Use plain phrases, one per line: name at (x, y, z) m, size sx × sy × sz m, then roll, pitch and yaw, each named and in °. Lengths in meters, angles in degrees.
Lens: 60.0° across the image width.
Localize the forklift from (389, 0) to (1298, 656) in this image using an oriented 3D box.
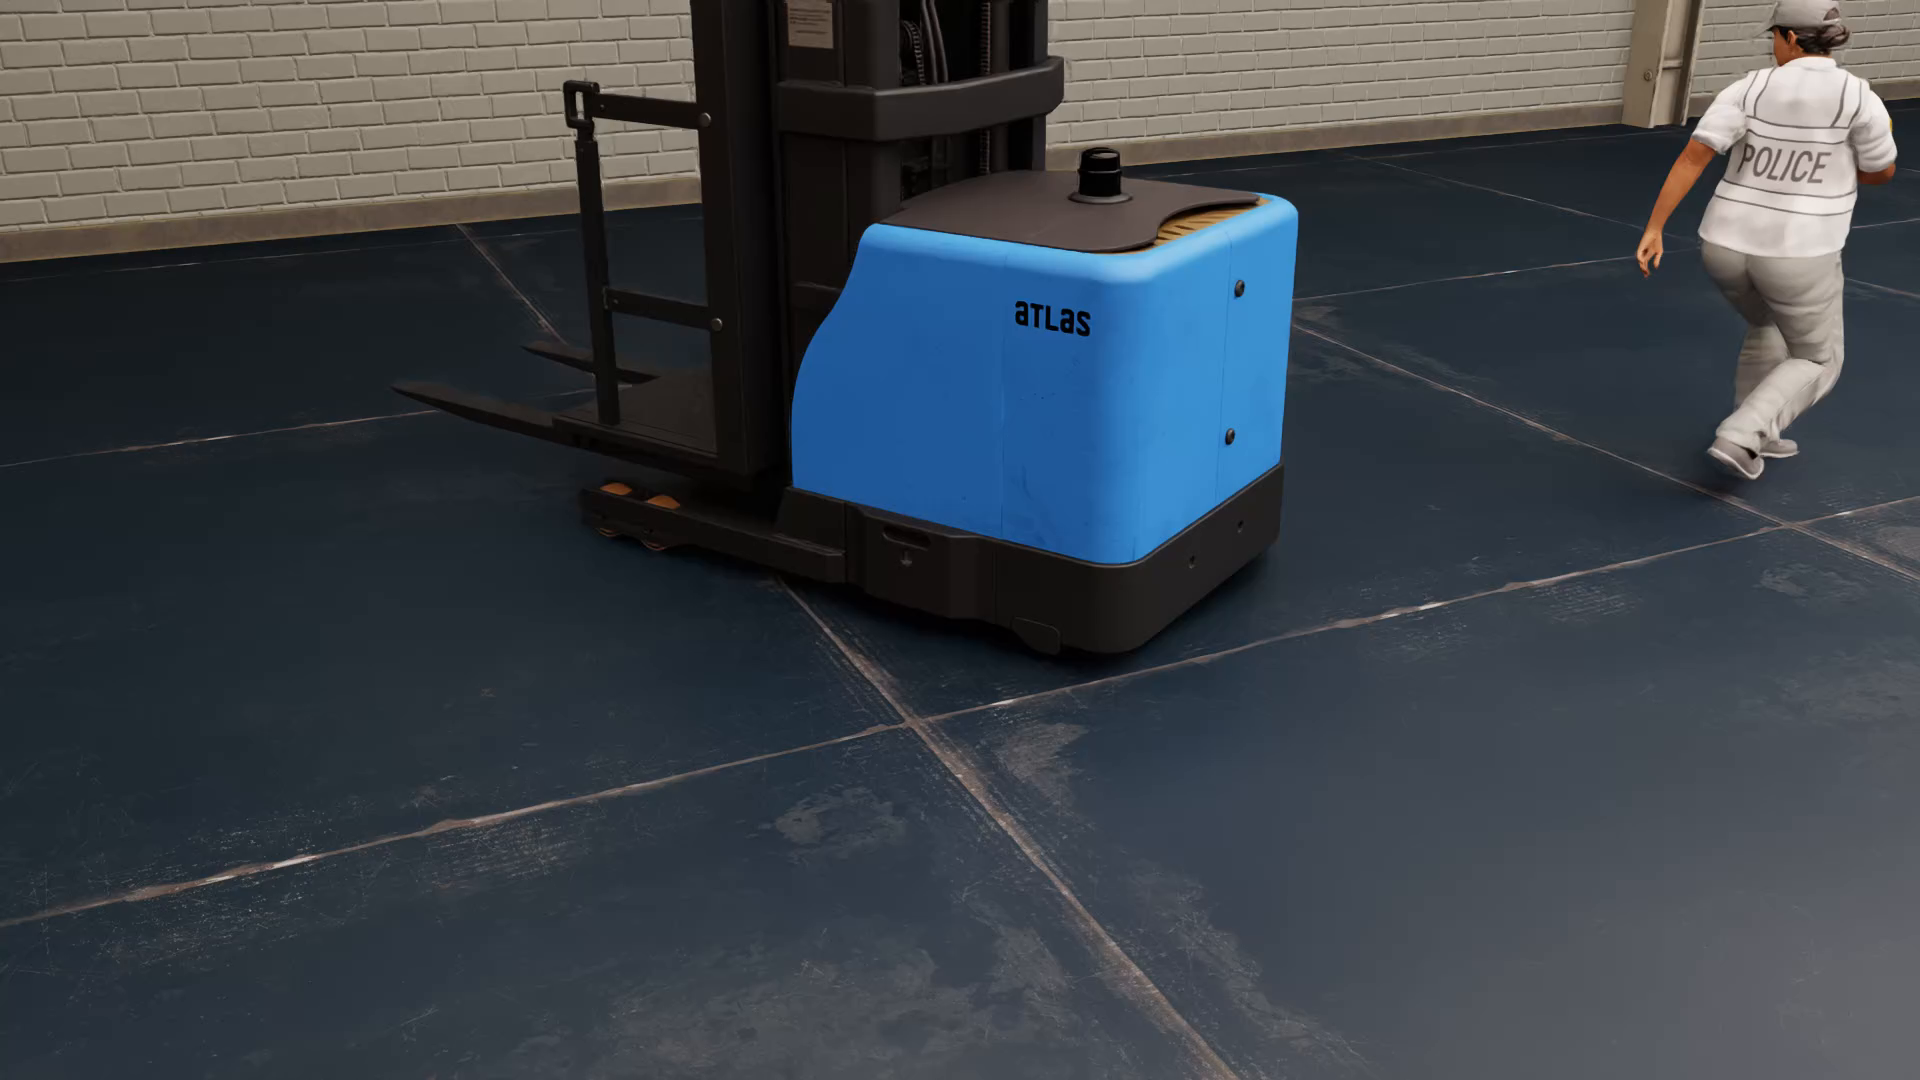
forklift at (-0.560, -1.473, 4.832) m, size 3.031 × 2.935 × 1.130 m, roll 14°, pitch 27°, yaw 31°

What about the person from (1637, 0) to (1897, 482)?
person at (2.638, -0.962, 5.393) m, size 0.776 × 1.588 × 0.533 m, roll -16°, pitch 27°, yaw -33°
